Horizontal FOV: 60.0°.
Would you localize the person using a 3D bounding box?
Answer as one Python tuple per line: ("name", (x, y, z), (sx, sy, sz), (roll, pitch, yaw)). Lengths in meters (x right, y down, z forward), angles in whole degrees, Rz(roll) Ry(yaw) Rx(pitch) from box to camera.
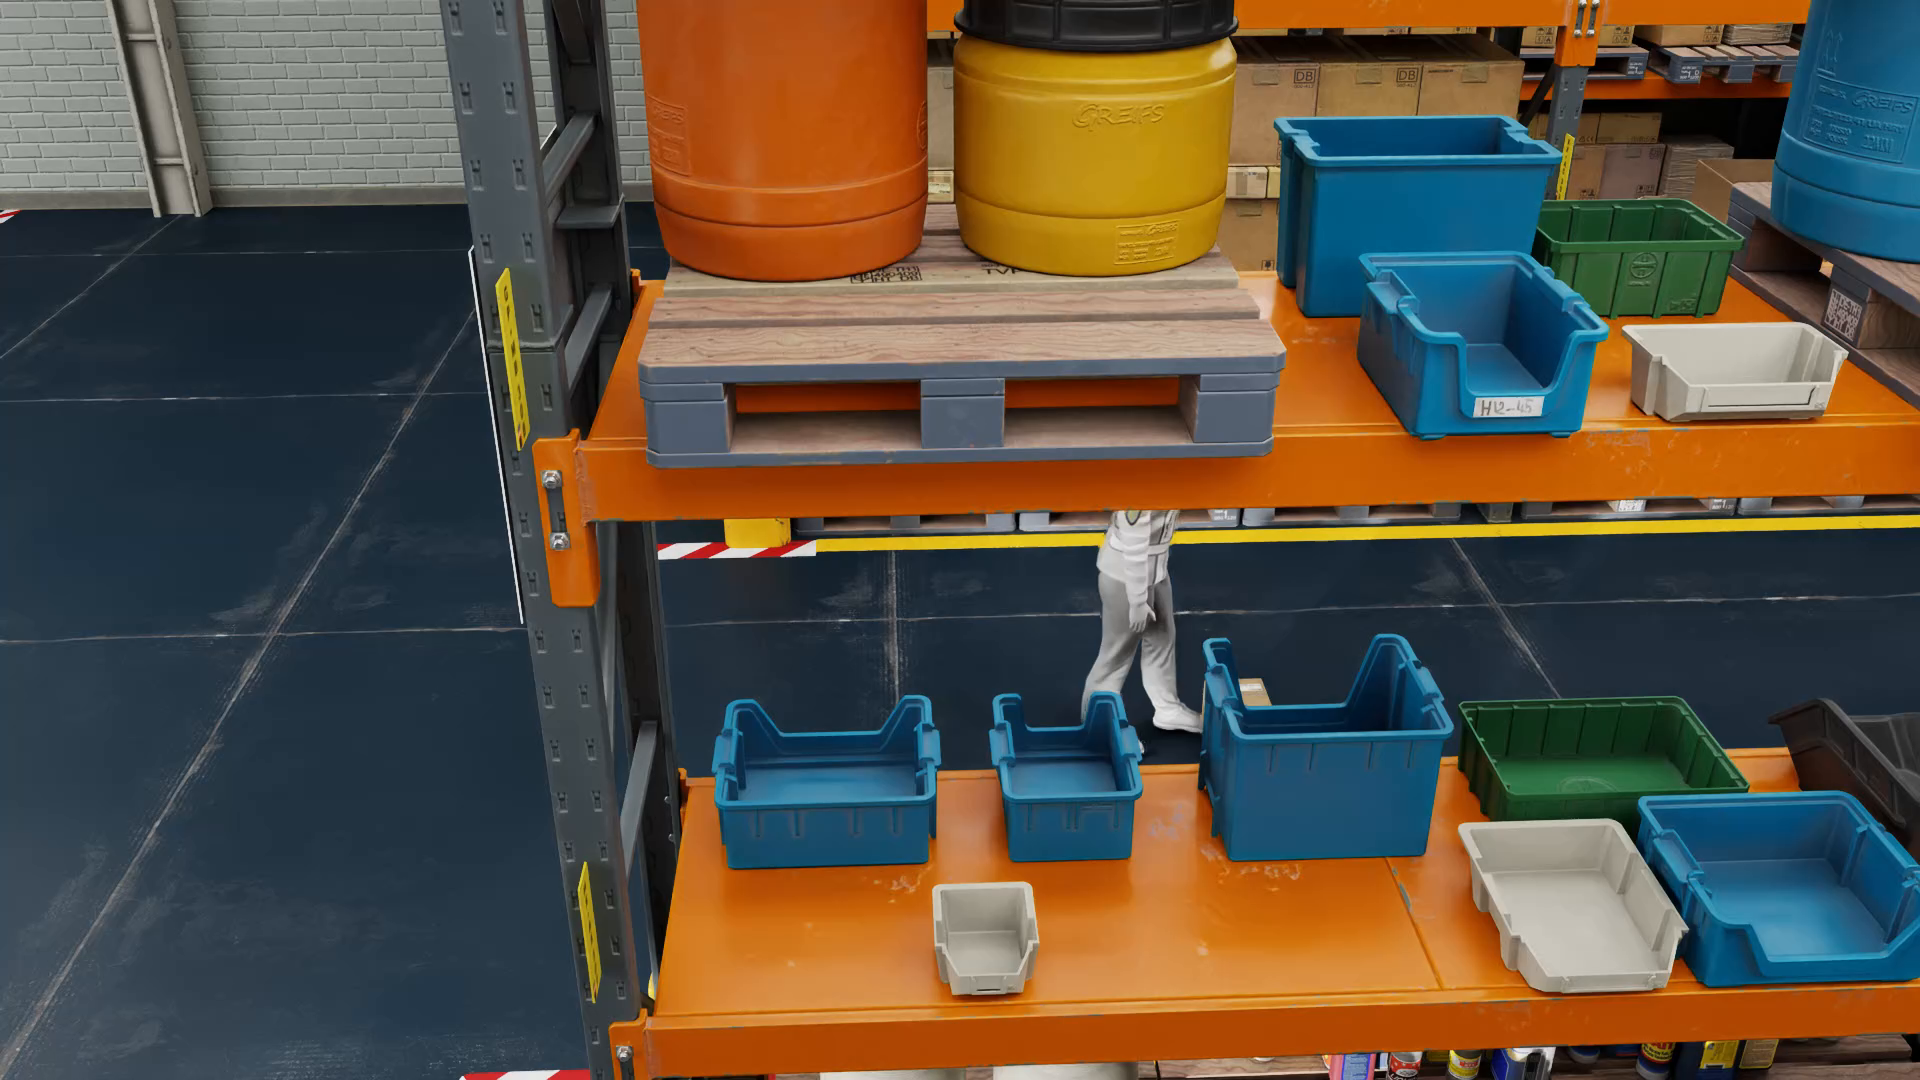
("person", (0.810, 0.154, 6.793), (0.590, 1.673, 0.504), (5, 28, 9))
